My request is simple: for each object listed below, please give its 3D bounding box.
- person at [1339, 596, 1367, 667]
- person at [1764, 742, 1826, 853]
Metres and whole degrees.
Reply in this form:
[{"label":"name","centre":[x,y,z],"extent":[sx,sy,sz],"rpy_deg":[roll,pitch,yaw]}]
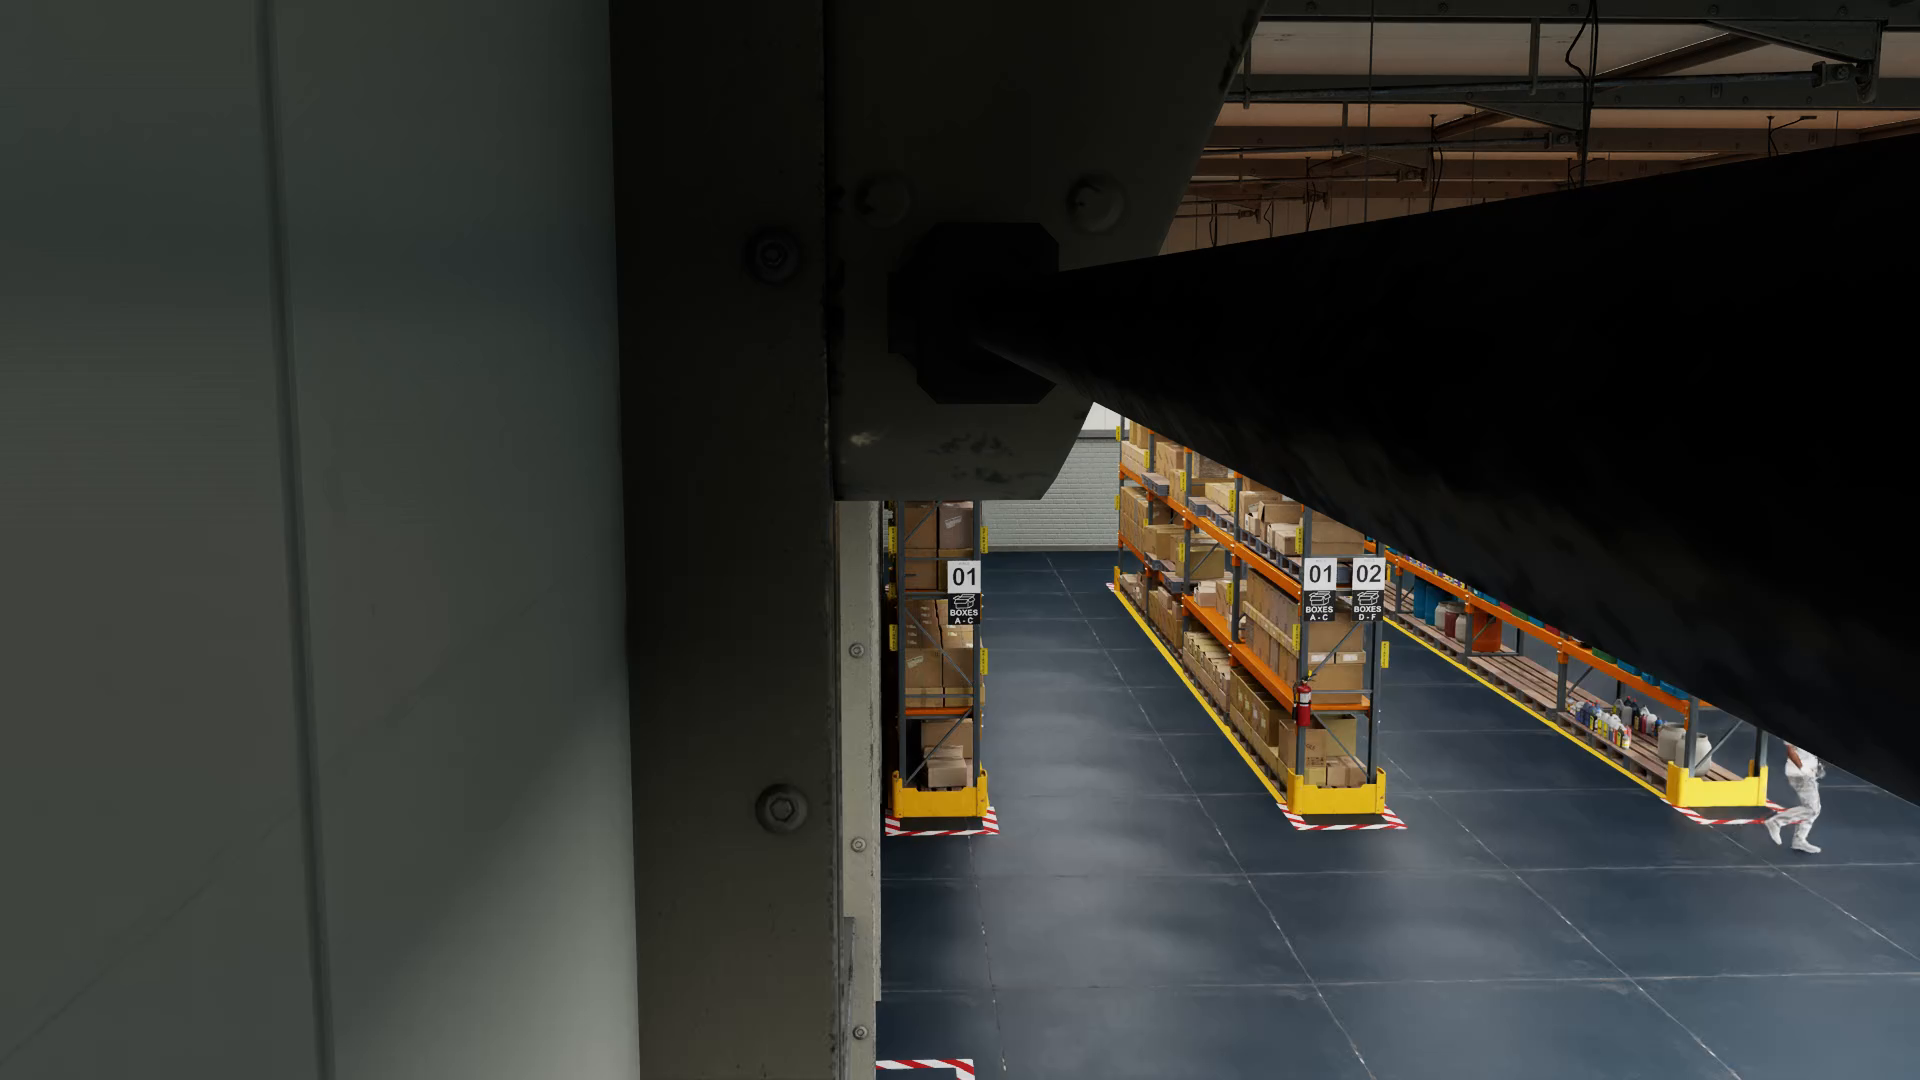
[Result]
[{"label":"person","centre":[6.873,1.364,28.998],"extent":[0.607,1.630,0.734],"rpy_deg":[-2,9,-17]},{"label":"person","centre":[9.743,2.705,19.347],"extent":[0.602,1.733,0.704],"rpy_deg":[4,9,28]}]
